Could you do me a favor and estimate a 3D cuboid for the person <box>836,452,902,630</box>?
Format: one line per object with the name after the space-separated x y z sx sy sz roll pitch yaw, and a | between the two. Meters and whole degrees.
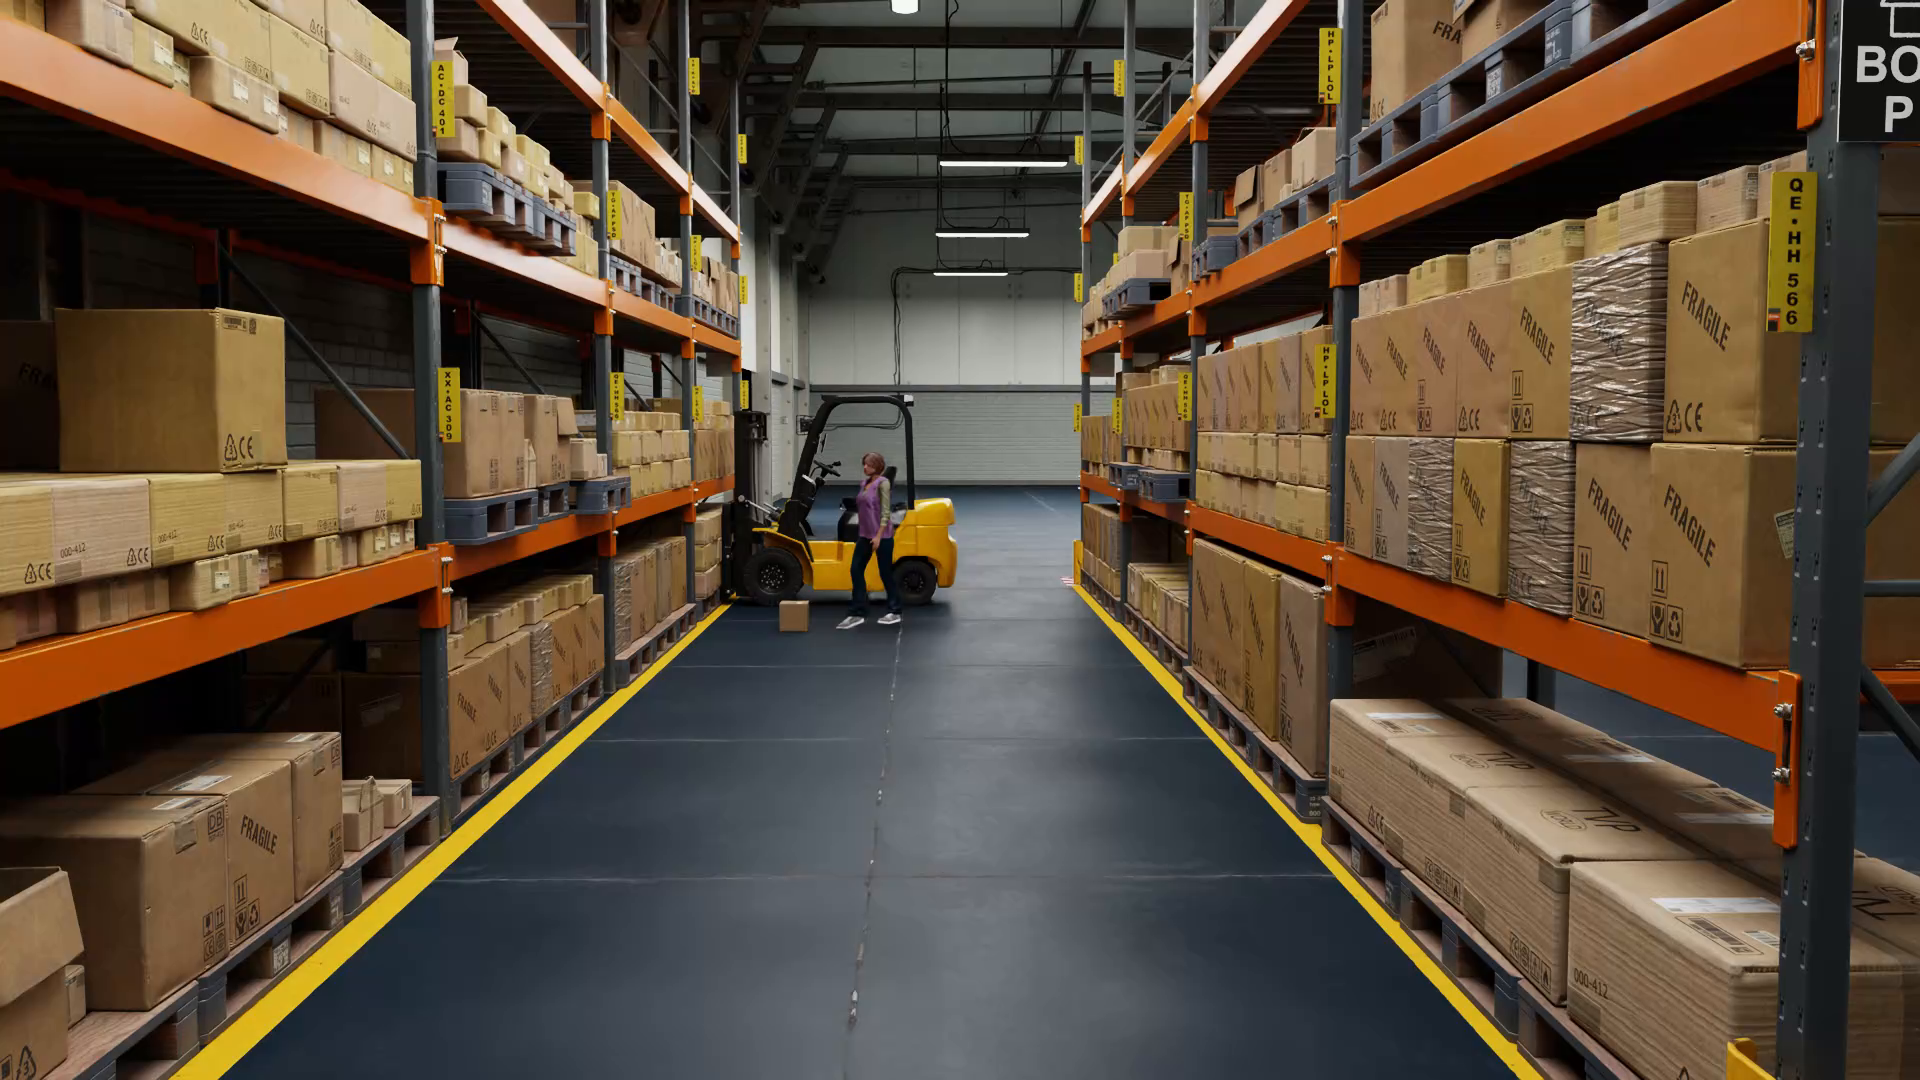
-0.792 0.002 15.123 0.625 1.610 0.446 -4 5 -44 | person
